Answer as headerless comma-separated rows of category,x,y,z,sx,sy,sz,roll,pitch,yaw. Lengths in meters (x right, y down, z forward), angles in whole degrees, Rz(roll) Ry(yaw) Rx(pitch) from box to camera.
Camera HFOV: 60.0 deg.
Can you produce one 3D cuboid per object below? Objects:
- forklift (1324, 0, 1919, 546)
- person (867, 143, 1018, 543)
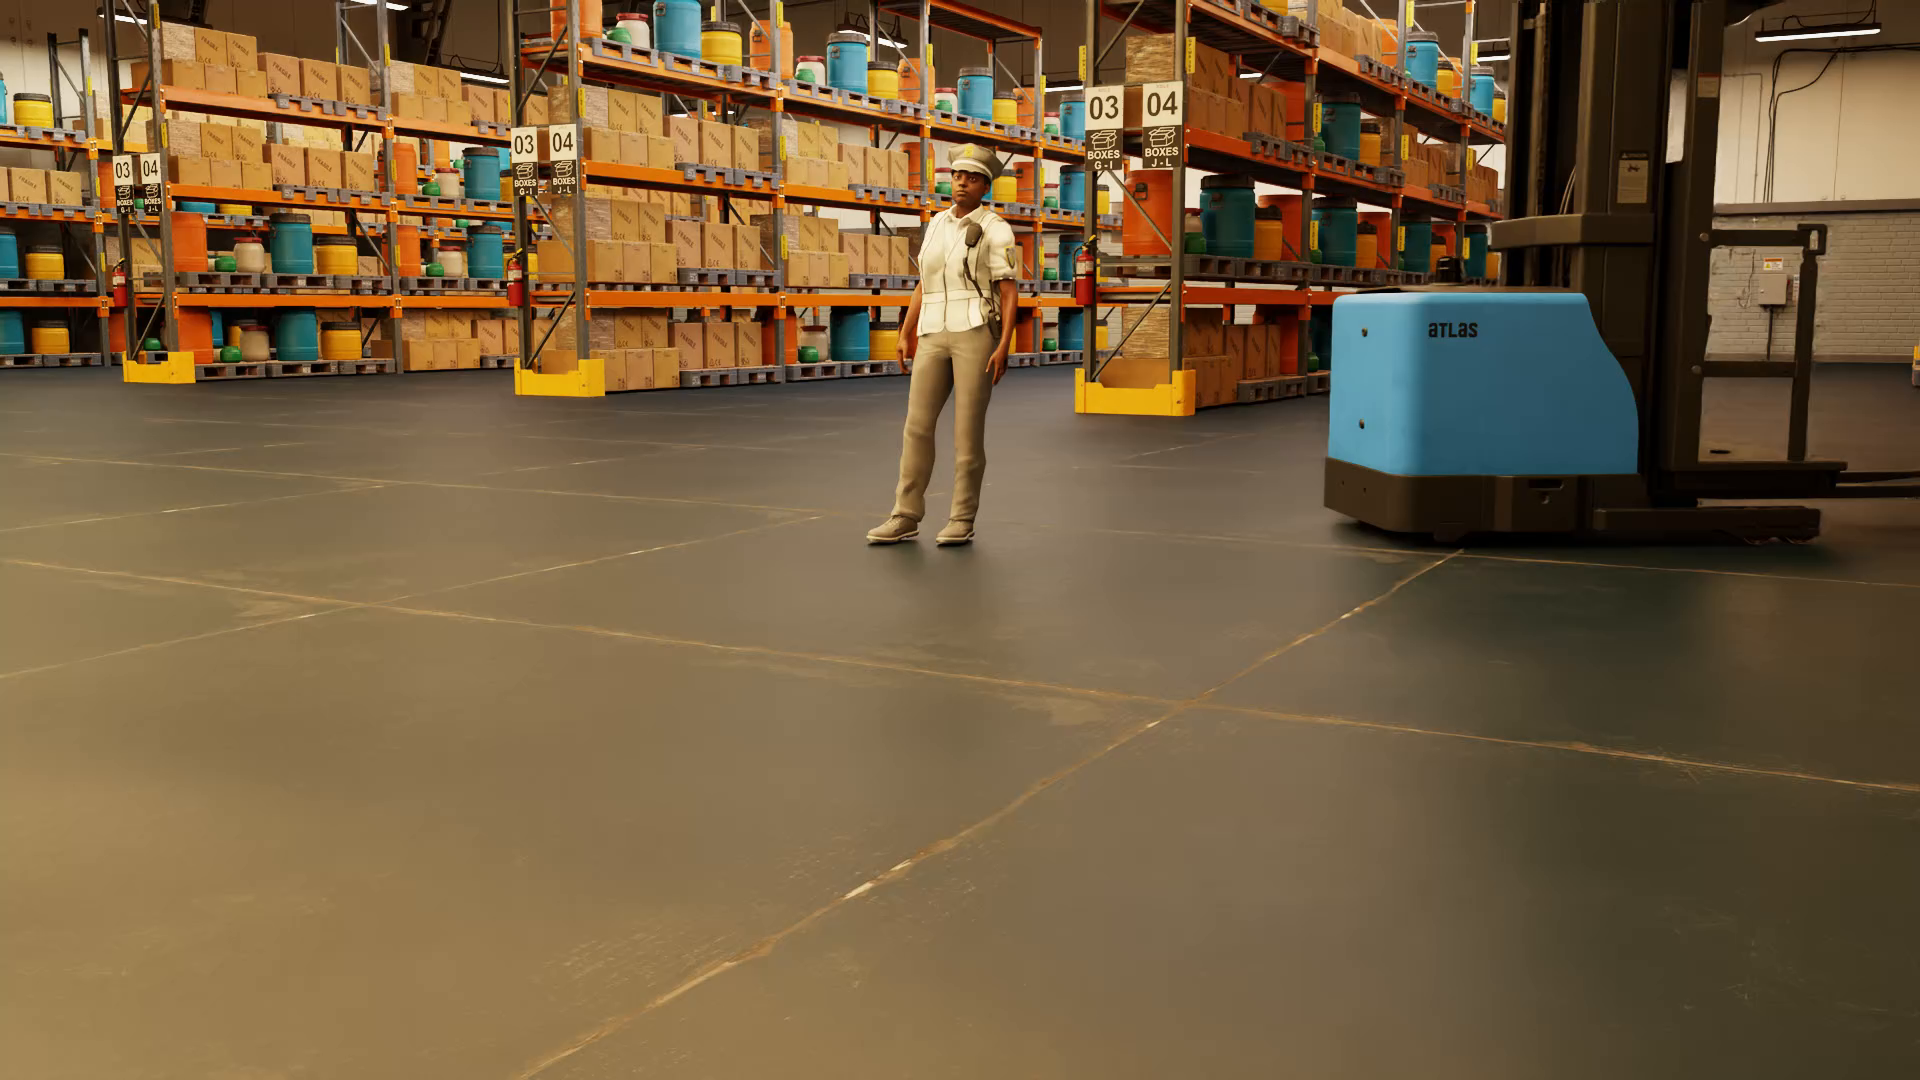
forklift,3.285,-1.500,7.458,3.031,2.935,1.130,-1,8,-5
person,-0.054,-0.839,7.142,0.569,1.694,0.529,4,9,29
